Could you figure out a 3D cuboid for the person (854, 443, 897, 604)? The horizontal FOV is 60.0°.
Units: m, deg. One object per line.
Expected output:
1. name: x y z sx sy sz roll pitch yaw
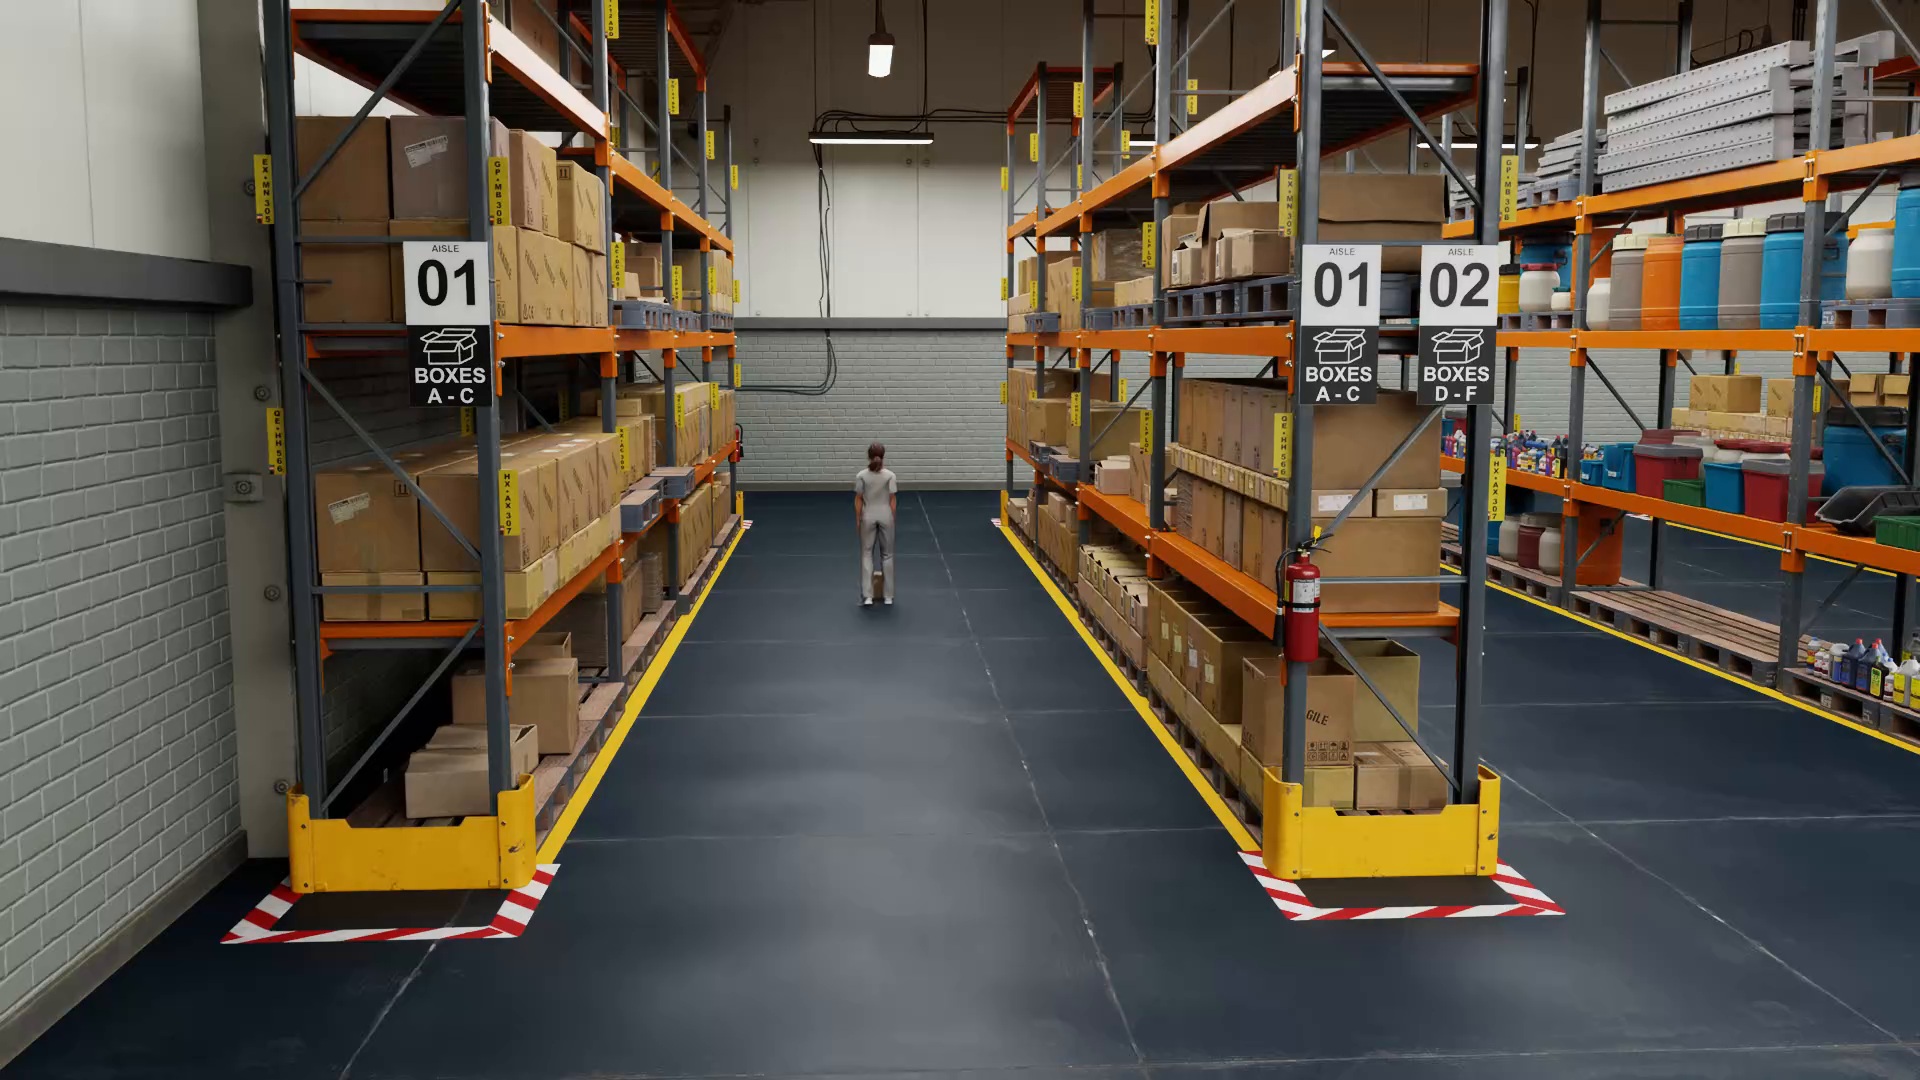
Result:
1. person: -0.868 -0.164 17.161 0.439 1.681 0.363 0 7 -3
